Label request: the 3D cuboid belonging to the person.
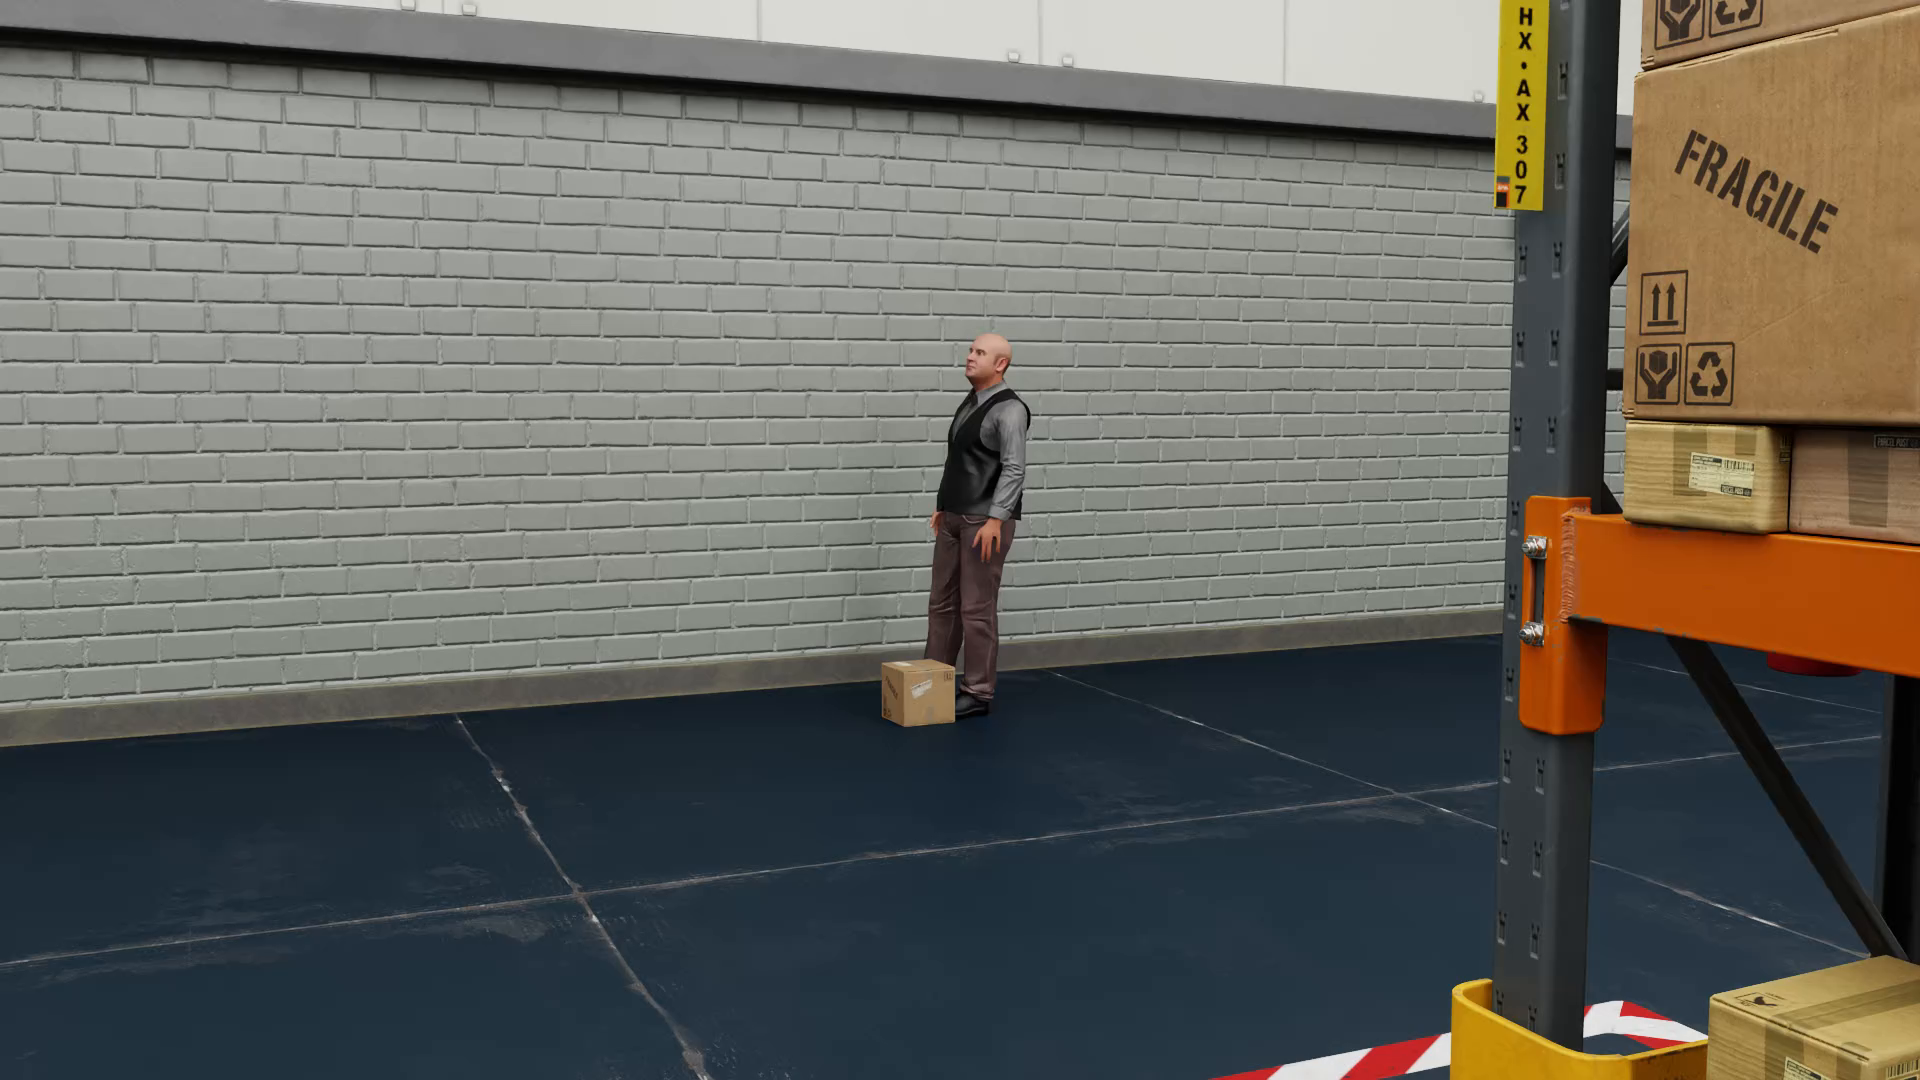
[{"bbox_3d":[0.008,-0.067,7.512,0.568,1.720,0.632,-2,6,-24],"label":"person"}]
